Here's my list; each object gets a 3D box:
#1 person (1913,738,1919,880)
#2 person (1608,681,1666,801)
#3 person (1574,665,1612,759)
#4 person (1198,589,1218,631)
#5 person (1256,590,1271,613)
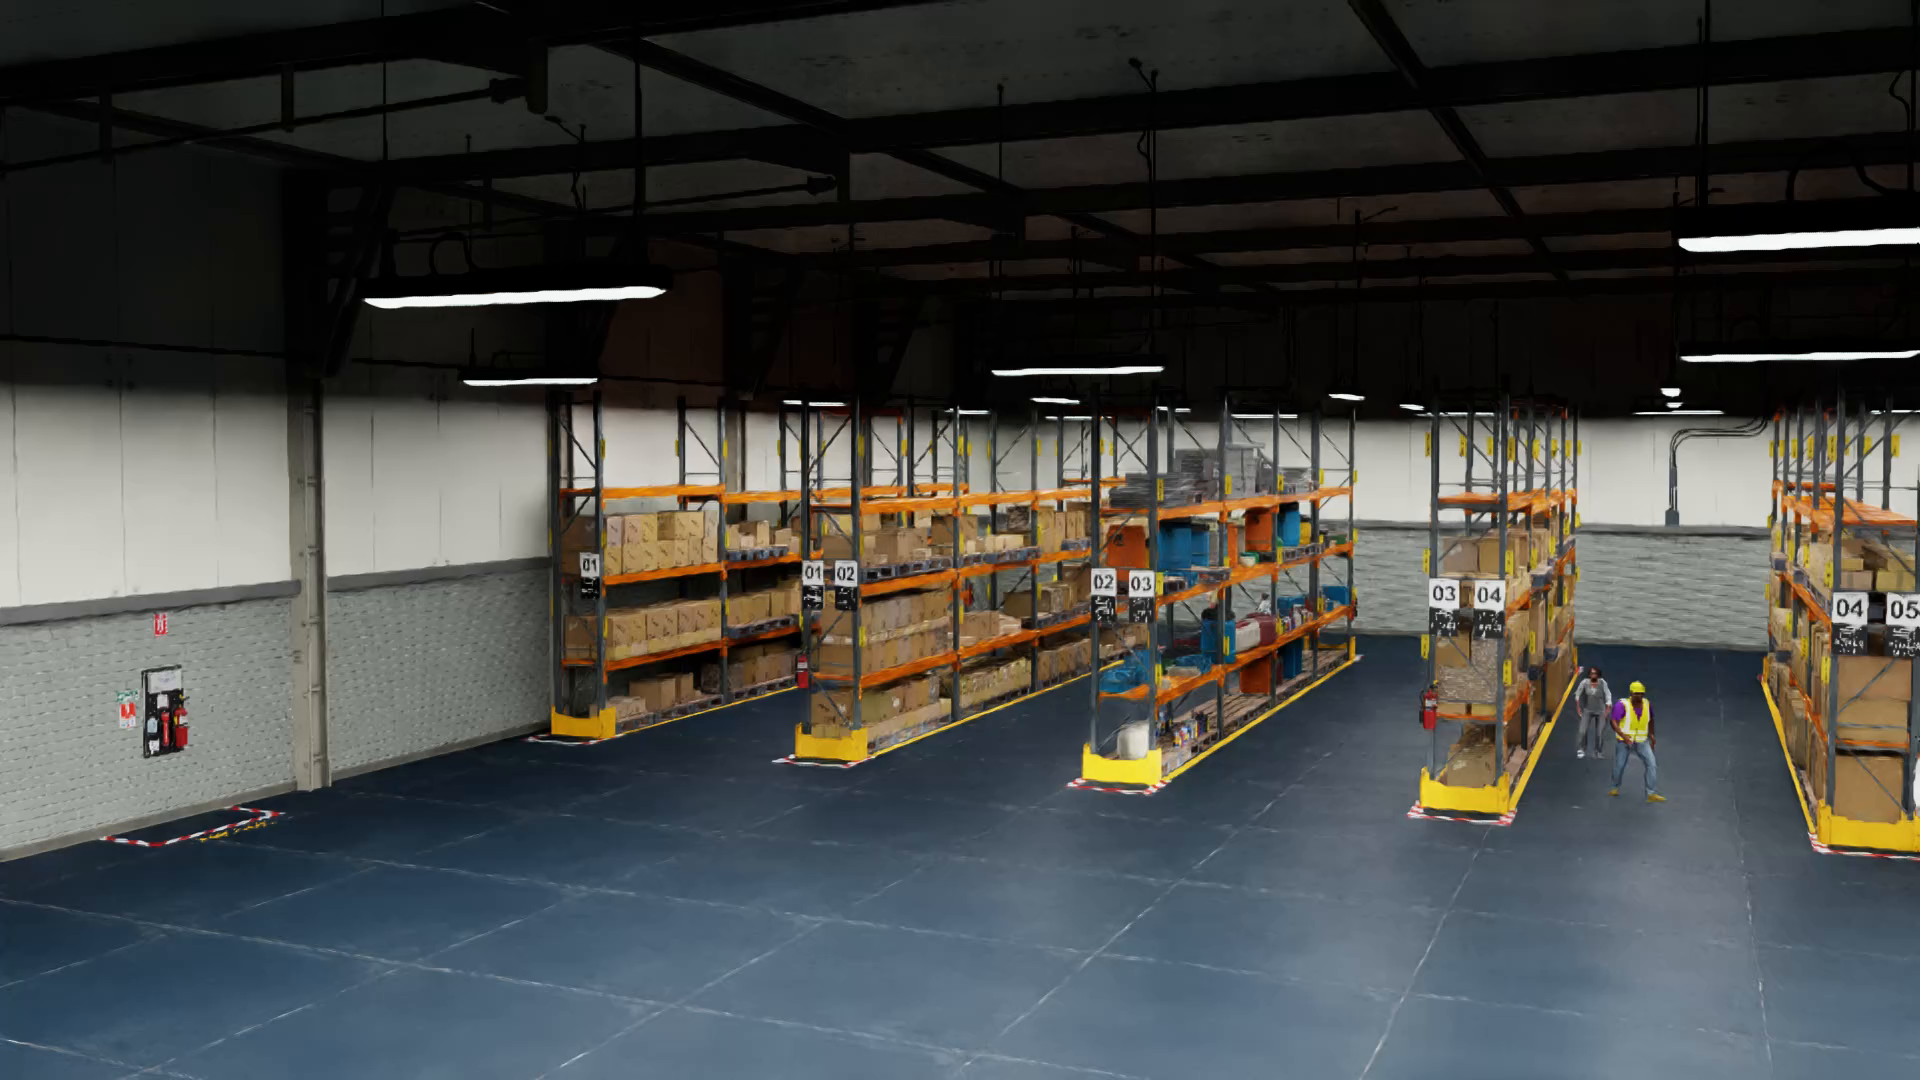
[{"bbox_3d":[11.184,3.053,19.054,0.384,1.766,0.629,0,3,-8],"label":"person"},{"bbox_3d":[9.571,2.834,23.647,0.706,1.698,0.801,0,3,3],"label":"person"},{"bbox_3d":[10.176,2.761,26.739,0.566,1.541,0.519,1,3,20],"label":"person"},{"bbox_3d":[6.786,1.691,44.991,0.652,1.666,0.466,-1,3,-21],"label":"person"},{"bbox_3d":[7.118,2.006,38.919,0.585,1.663,0.550,-3,4,-45],"label":"person"}]
